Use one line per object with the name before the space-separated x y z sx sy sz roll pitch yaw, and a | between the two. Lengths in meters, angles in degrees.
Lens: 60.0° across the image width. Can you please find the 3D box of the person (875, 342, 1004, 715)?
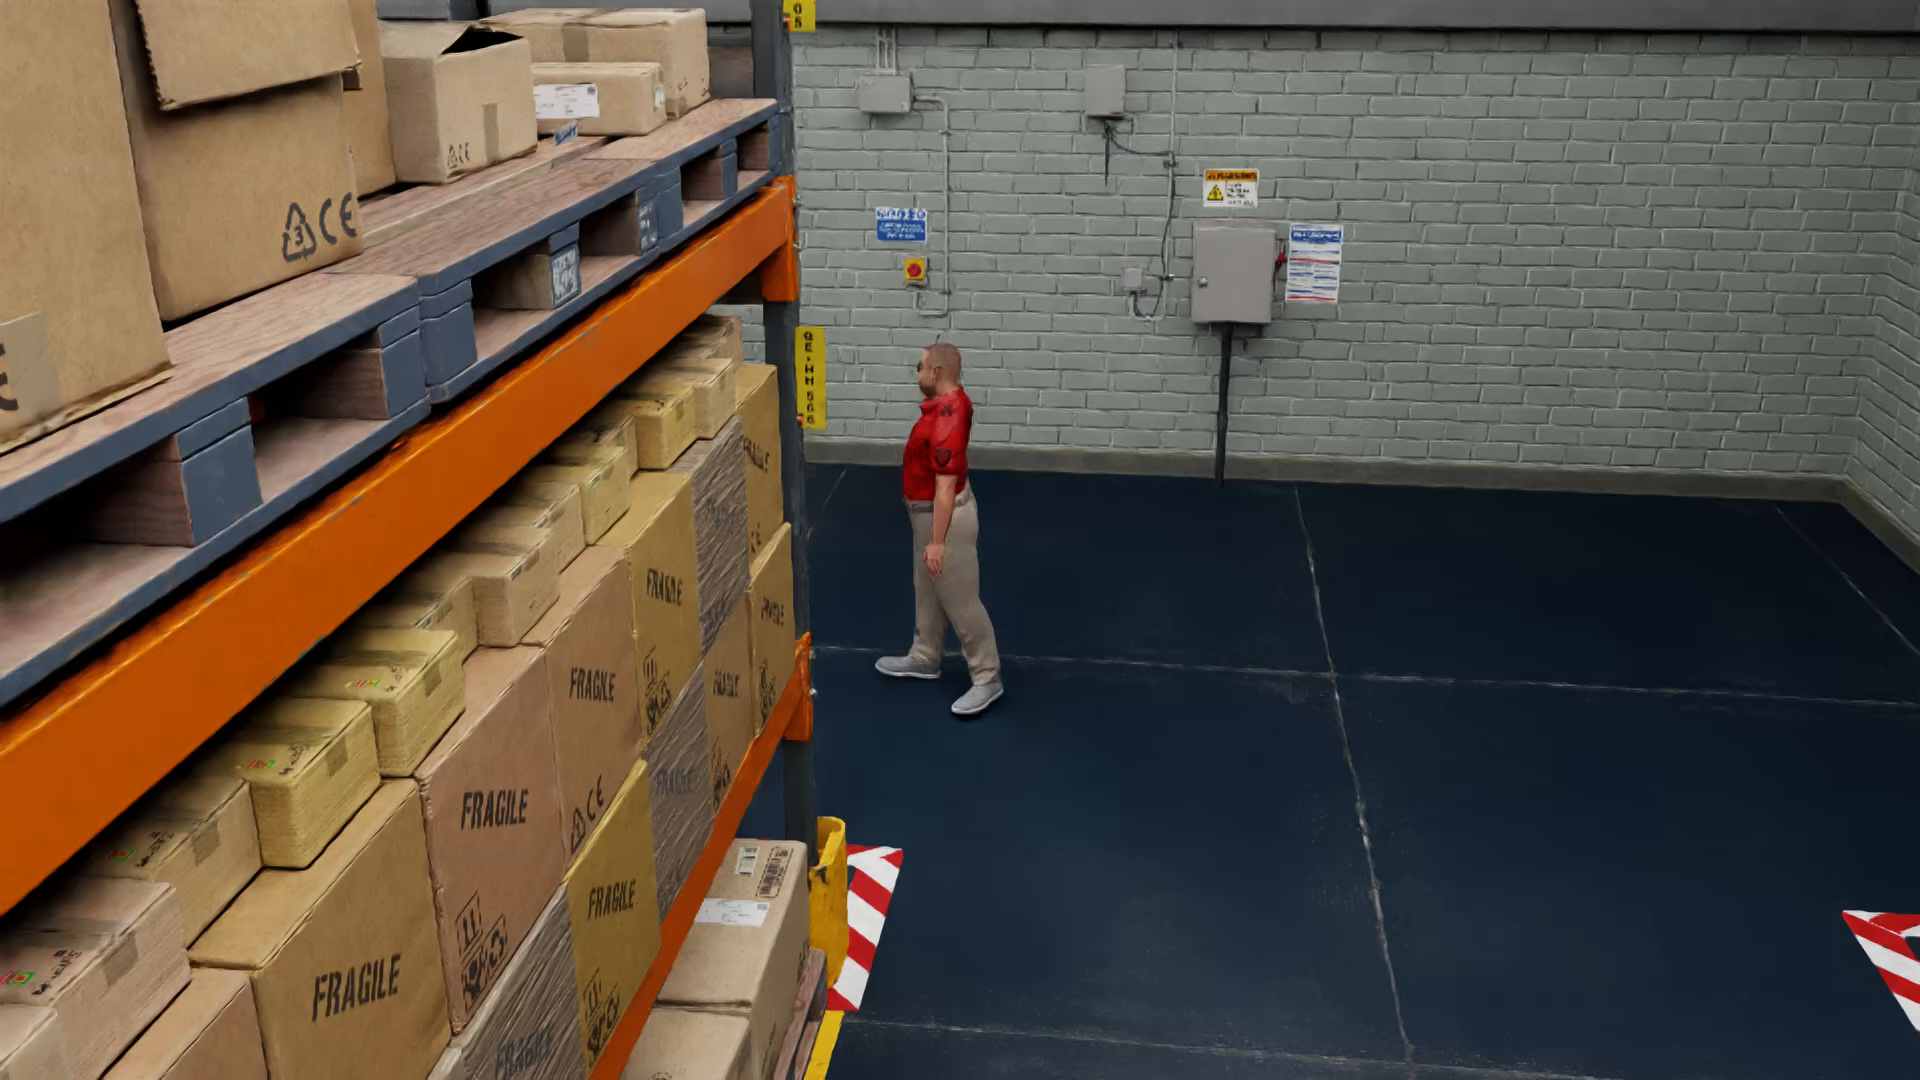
person | -0.105 -0.099 7.838 0.631 1.716 0.756 0 21 0
